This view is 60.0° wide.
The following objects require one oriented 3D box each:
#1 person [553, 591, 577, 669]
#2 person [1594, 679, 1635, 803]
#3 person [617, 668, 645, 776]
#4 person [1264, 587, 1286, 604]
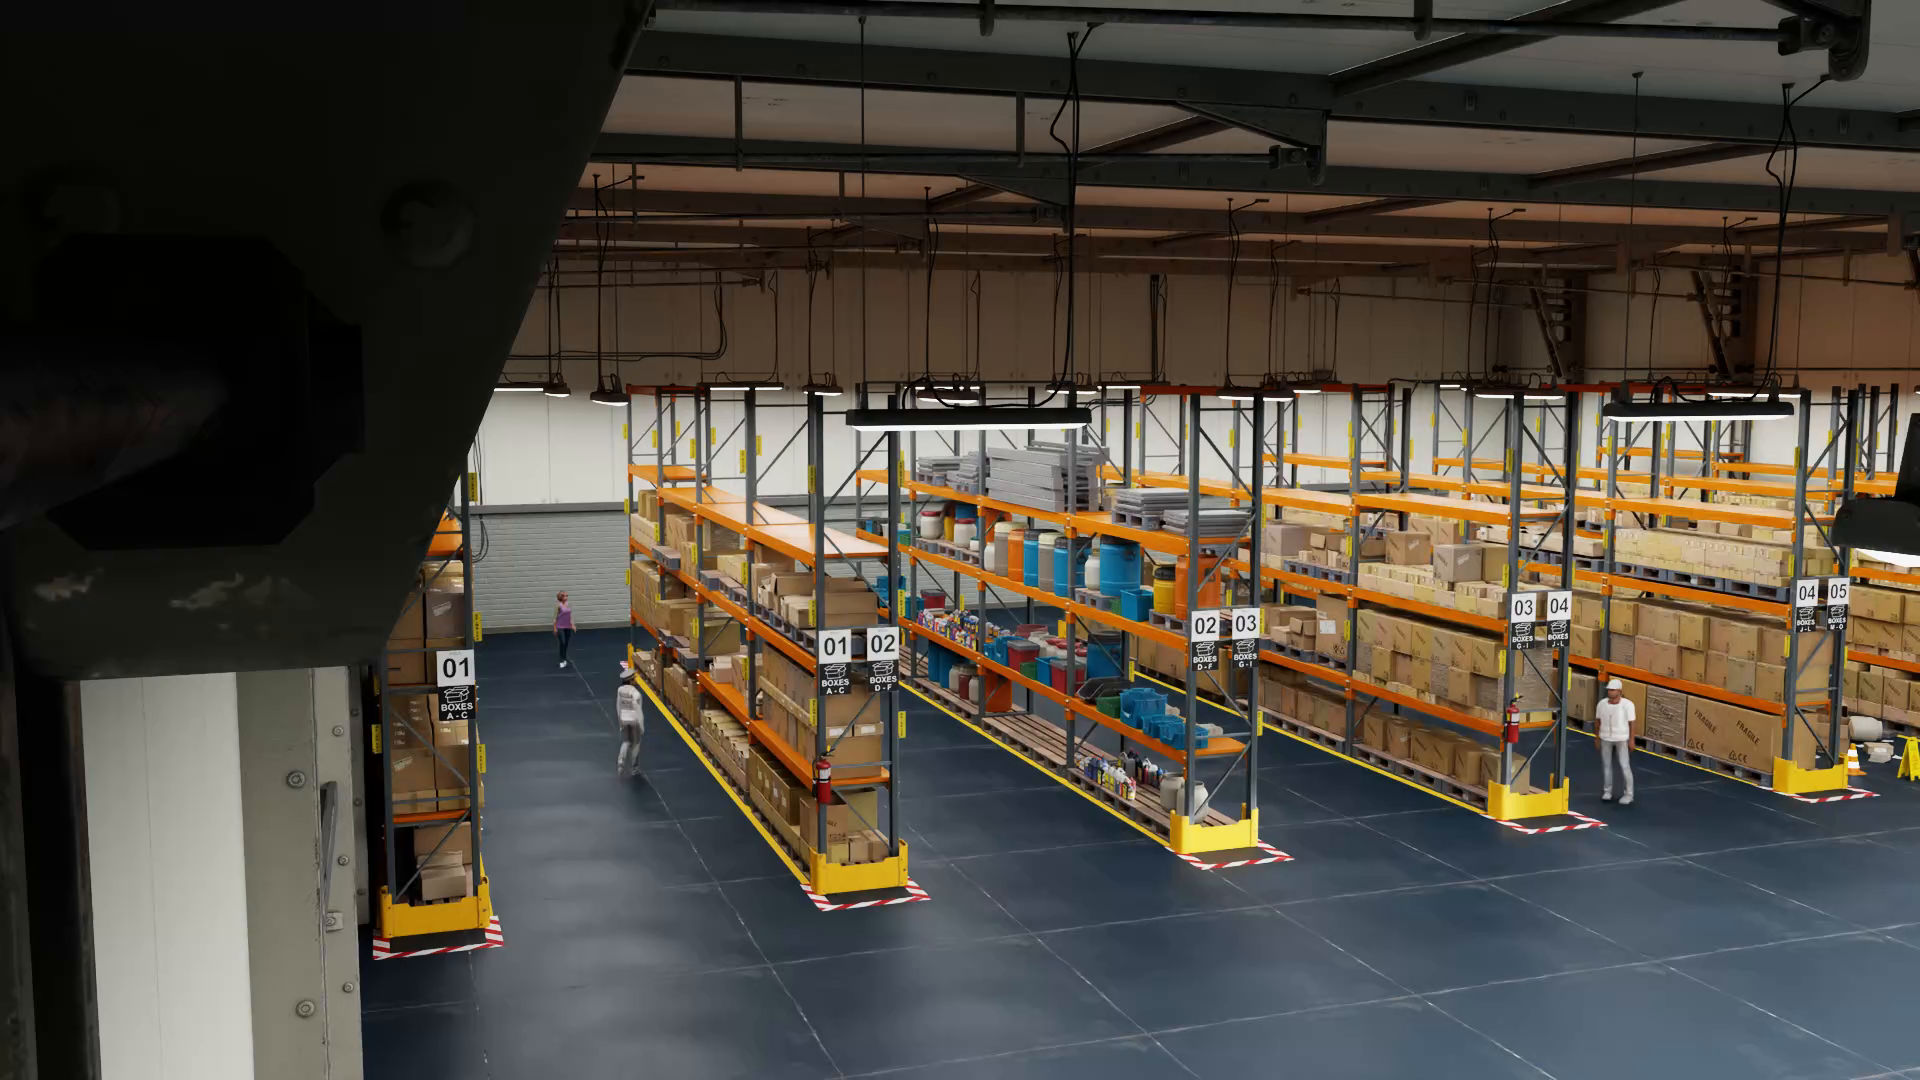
[{"bbox_3d":[-8.422,1.908,35.333,0.496,1.651,0.485,-5,8,-40],"label":"person"},{"bbox_3d":[9.586,2.931,24.390,0.607,1.769,0.423,5,8,38],"label":"person"},{"bbox_3d":[-5.123,2.824,25.734,0.483,1.685,0.507,2,6,15],"label":"person"},{"bbox_3d":[8.133,1.000,43.051,0.600,1.743,0.848,4,7,34],"label":"person"}]
